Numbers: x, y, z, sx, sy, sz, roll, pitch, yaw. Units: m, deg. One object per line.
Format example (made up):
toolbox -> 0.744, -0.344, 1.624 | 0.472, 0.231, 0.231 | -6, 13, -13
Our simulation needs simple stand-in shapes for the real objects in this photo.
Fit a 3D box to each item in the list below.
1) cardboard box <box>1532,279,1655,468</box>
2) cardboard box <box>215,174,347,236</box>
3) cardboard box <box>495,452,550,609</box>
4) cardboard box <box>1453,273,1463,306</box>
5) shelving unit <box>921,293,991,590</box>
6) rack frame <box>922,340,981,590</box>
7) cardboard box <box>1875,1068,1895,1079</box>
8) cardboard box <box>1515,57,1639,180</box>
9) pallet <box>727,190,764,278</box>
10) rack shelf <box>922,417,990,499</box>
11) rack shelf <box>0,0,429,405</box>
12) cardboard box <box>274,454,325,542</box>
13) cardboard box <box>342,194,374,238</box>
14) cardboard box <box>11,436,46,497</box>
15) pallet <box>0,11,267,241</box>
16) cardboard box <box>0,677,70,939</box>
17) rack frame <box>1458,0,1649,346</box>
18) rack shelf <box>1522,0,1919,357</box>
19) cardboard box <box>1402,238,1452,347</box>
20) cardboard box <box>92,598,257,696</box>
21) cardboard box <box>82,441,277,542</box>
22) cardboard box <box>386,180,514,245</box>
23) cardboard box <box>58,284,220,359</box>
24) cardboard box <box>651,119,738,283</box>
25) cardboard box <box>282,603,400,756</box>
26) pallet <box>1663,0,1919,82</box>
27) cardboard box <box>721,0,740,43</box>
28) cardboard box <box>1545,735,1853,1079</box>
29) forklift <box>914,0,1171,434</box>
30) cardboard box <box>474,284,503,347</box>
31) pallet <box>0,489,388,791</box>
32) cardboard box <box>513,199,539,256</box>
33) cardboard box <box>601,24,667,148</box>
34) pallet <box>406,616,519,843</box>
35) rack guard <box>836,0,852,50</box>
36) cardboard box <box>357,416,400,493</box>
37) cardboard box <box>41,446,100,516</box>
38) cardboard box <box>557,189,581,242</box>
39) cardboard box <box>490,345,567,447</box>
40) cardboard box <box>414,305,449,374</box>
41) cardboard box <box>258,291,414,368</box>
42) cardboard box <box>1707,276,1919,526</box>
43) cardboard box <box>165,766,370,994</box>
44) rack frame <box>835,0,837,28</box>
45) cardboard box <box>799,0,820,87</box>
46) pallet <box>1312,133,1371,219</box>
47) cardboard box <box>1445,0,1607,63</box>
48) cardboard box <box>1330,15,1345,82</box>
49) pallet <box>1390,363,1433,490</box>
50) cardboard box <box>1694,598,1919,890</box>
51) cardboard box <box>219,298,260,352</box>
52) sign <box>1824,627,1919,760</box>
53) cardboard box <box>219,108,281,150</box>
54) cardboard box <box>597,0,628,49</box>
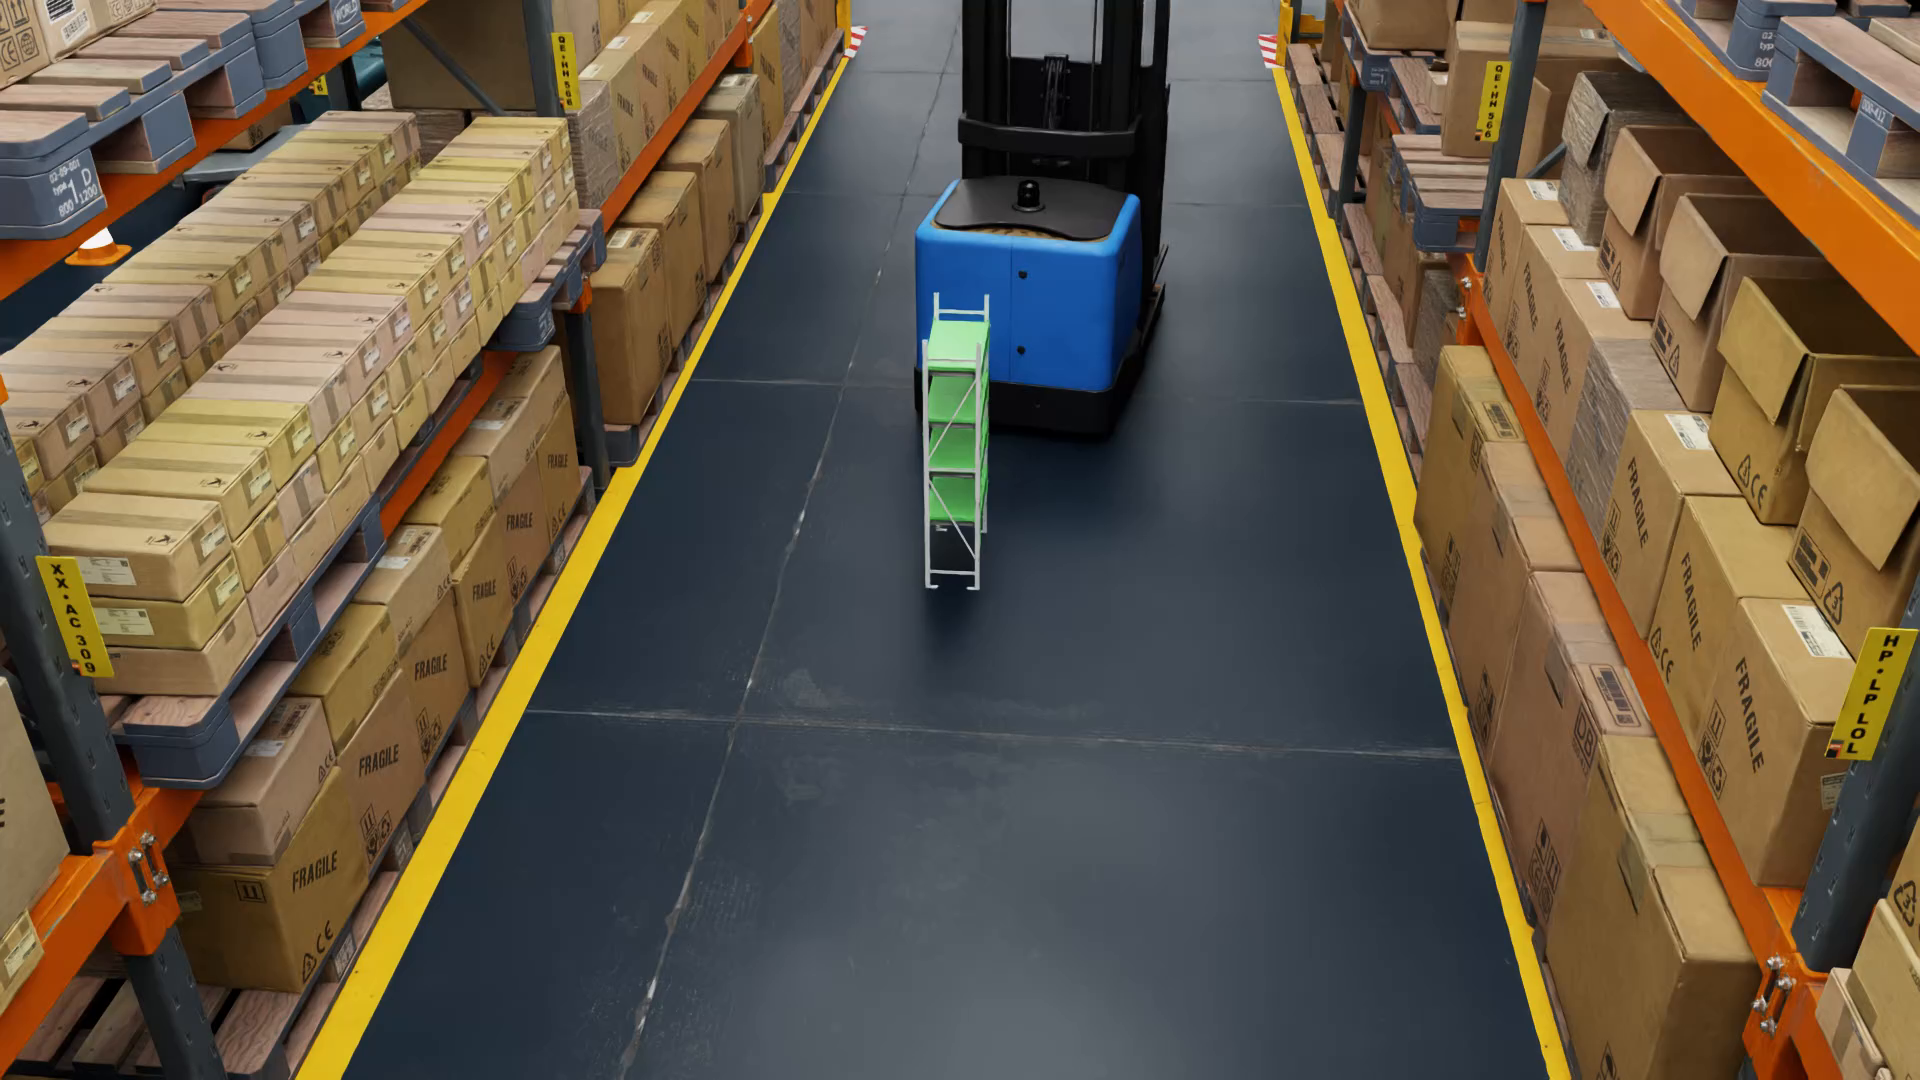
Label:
cardboard box -> 2.318, -0.563, 5.709 | 0.500, 0.500, 0.500 | 2, 32, 3
cardboard box -> -2.525, -1.250, 6.191 | 0.380, 0.149, 0.250 | 1, 32, 2
cardboard box -> -2.068, -0.053, 6.960 | 0.500, 0.500, 0.500 | 4, 32, 6
cardboard box -> 2.764, -1.372, 8.366 | 0.500, 0.250, 0.500 | 6, 32, 10
shelving unit -> -0.013, -0.424, 7.295 | 0.258, 1.200, 0.503 | 2, 32, 4
rack frame -> -0.033, -0.297, 7.088 | 0.240, 1.200, 0.015 | 2, 32, 4
cardboard box -> 2.004, 1.176, 3.222 | 0.380, 0.149, 0.250 | 1, 32, 2
cardboard box -> 2.711, -1.806, 7.326 | 0.500, 0.500, 0.500 | -1, 32, -2
pallet -> -1.891, -2.063, 10.896 | 1.003, 0.211, 1.213 | 2, 32, 4
rack shelf -> -0.013, -0.370, 7.328 | 0.258, 0.148, 0.480 | 2, 32, 4
rack shelf -> -2.391, -1.490, 5.136 | 1.077, 0.370, 4.000 | 2, 32, 4
cardboard box -> -2.024, -0.129, 4.656 | 0.380, 0.149, 0.250 | 3, 32, 5
cardboard box -> -2.507, -1.238, 6.455 | 0.380, 0.149, 0.250 | 2, 32, 2
cardboard box -> -2.695, -0.158, 4.419 | 0.380, 0.149, 0.250 | 2, 32, 3
pallet -> -2.398, -0.989, 3.816 | 1.213, 0.211, 1.003 | 2, 32, 4
cardboard box -> -2.312, 0.622, 3.503 | 0.500, 0.500, 0.500 | 3, 32, 4
rack frame -> 2.707, -1.301, 7.001 | 1.000, 3.000, 0.127 | 2, 32, 4
rack shelf -> 2.544, -1.225, 4.706 | 1.077, 0.370, 4.000 | 2, 32, 4
cardboard box -> 2.813, -1.362, 9.065 | 0.700, 0.500, 0.500 | 5, 32, 8
cardboard box -> -2.064, 0.268, 4.295 | 0.380, 0.149, 0.250 | 1, 32, 2
cardboard box -> -2.047, -0.131, 4.376 | 0.380, 0.149, 0.250 | 3, 32, 5
cardboard box -> -1.874, -1.207, 6.121 | 0.380, 0.149, 0.250 | 3, 32, 5
cardboard box -> -2.609, -0.698, 5.296 | 0.380, 0.149, 0.250 | 1, 32, 2
cardboard box -> -1.946, -2.045, 9.954 | 1.050, 0.750, 0.750 | 2, 32, 4
cardboard box -> -2.190, 0.439, 5.446 | 0.500, 0.250, 0.500 | 3, 32, 5
pallet -> 2.619, -1.573, 4.765 | 1.003, 0.211, 1.213 | 4, 32, 6
cardboard box -> -1.679, -3.415, 10.337 | 0.500, 0.500, 0.500 | 2, 32, 4
cardboard box -> 2.413, 1.181, 4.599 | 1.225, 0.875, 0.875 | 3, 32, 4
forklift -> 0.610, -2.552, 9.097 | 1.130, 2.935, 3.031 | 7, 32, 12
cardboard box -> -1.897, -0.824, 6.068 | 0.380, 0.149, 0.250 | 1, 32, 2
pallet -> -2.347, 0.215, 4.726 | 1.003, 0.211, 1.213 | 2, 32, 4
cardboard box -> -1.854, -1.209, 6.408 | 0.380, 0.149, 0.250 | 3, 32, 5
cardboard box -> -1.843, -2.361, 8.626 | 0.500, 0.500, 0.500 | 2, 32, 4
pallet -> -2.396, 0.667, 6.467 | 1.003, 0.211, 1.213 | 2, 32, 4
rack guard -> -1.575, -4.697, 14.895 | 1.175, 0.500, 0.348 | 2, 32, 4
cardboard box -> -1.981, -0.272, 5.171 | 0.380, 0.149, 0.250 | 1, 32, 2
cardboard box -> -2.675, -0.156, 4.700 | 0.380, 0.149, 0.250 | 4, 32, 6
cardboard box -> -1.811, -1.359, 6.936 | 0.380, 0.149, 0.250 | 3, 32, 5
cardboard box -> -2.023, -0.630, 7.181 | 0.500, 0.250, 0.500 | 2, 32, 3
cardboard box -> -1.939, -0.676, 5.544 | 0.380, 0.149, 0.250 | 2, 32, 3
cardboard box -> -1.960, -0.661, 5.236 | 0.380, 0.149, 0.250 | 4, 32, 6
cardboard box -> 2.492, -0.371, 4.442 | 0.797, 0.503, 0.637 | 3, 32, 5
cardboard box -> -2.230, 1.037, 5.191 | 0.500, 0.500, 0.500 | 4, 32, 6
rack frame -> -1.577, -5.748, 14.219 | 1.000, 3.000, 0.127 | 2, 32, 4
cardboard box -> -1.636, -4.205, 13.339 | 0.875, 0.875, 0.875 | 2, 32, 3
pallet -> 3.052, -2.558, 11.699 | 1.003, 0.211, 1.213 | 2, 32, 4
cardboard box -> 2.983, -2.704, 8.781 | 0.797, 0.503, 0.637 | 6, 32, 9
cardboard box -> 3.276, -3.959, 13.297 | 0.500, 0.500, 0.500 | 11, 33, 17
pallet -> 2.772, -0.522, 8.396 | 1.003, 0.211, 1.213 | 2, 32, 4
cardboard box -> 2.147, 0.492, 3.997 | 0.500, 0.500, 0.500 | 3, 32, 4
cardboard box -> -2.590, -0.705, 5.590 | 0.380, 0.149, 0.250 | 4, 32, 6
sign -> 1.839, 0.314, 3.354 | 0.100, 0.325, 0.005 | 2, 32, 4
cardboard box -> -5.068, -3.013, 11.441 | 0.500, 0.500, 0.500 | 2, 32, 4
cardboard box -> -2.103, -2.801, 8.387 | 0.700, 0.500, 0.500 | 2, 32, 3
